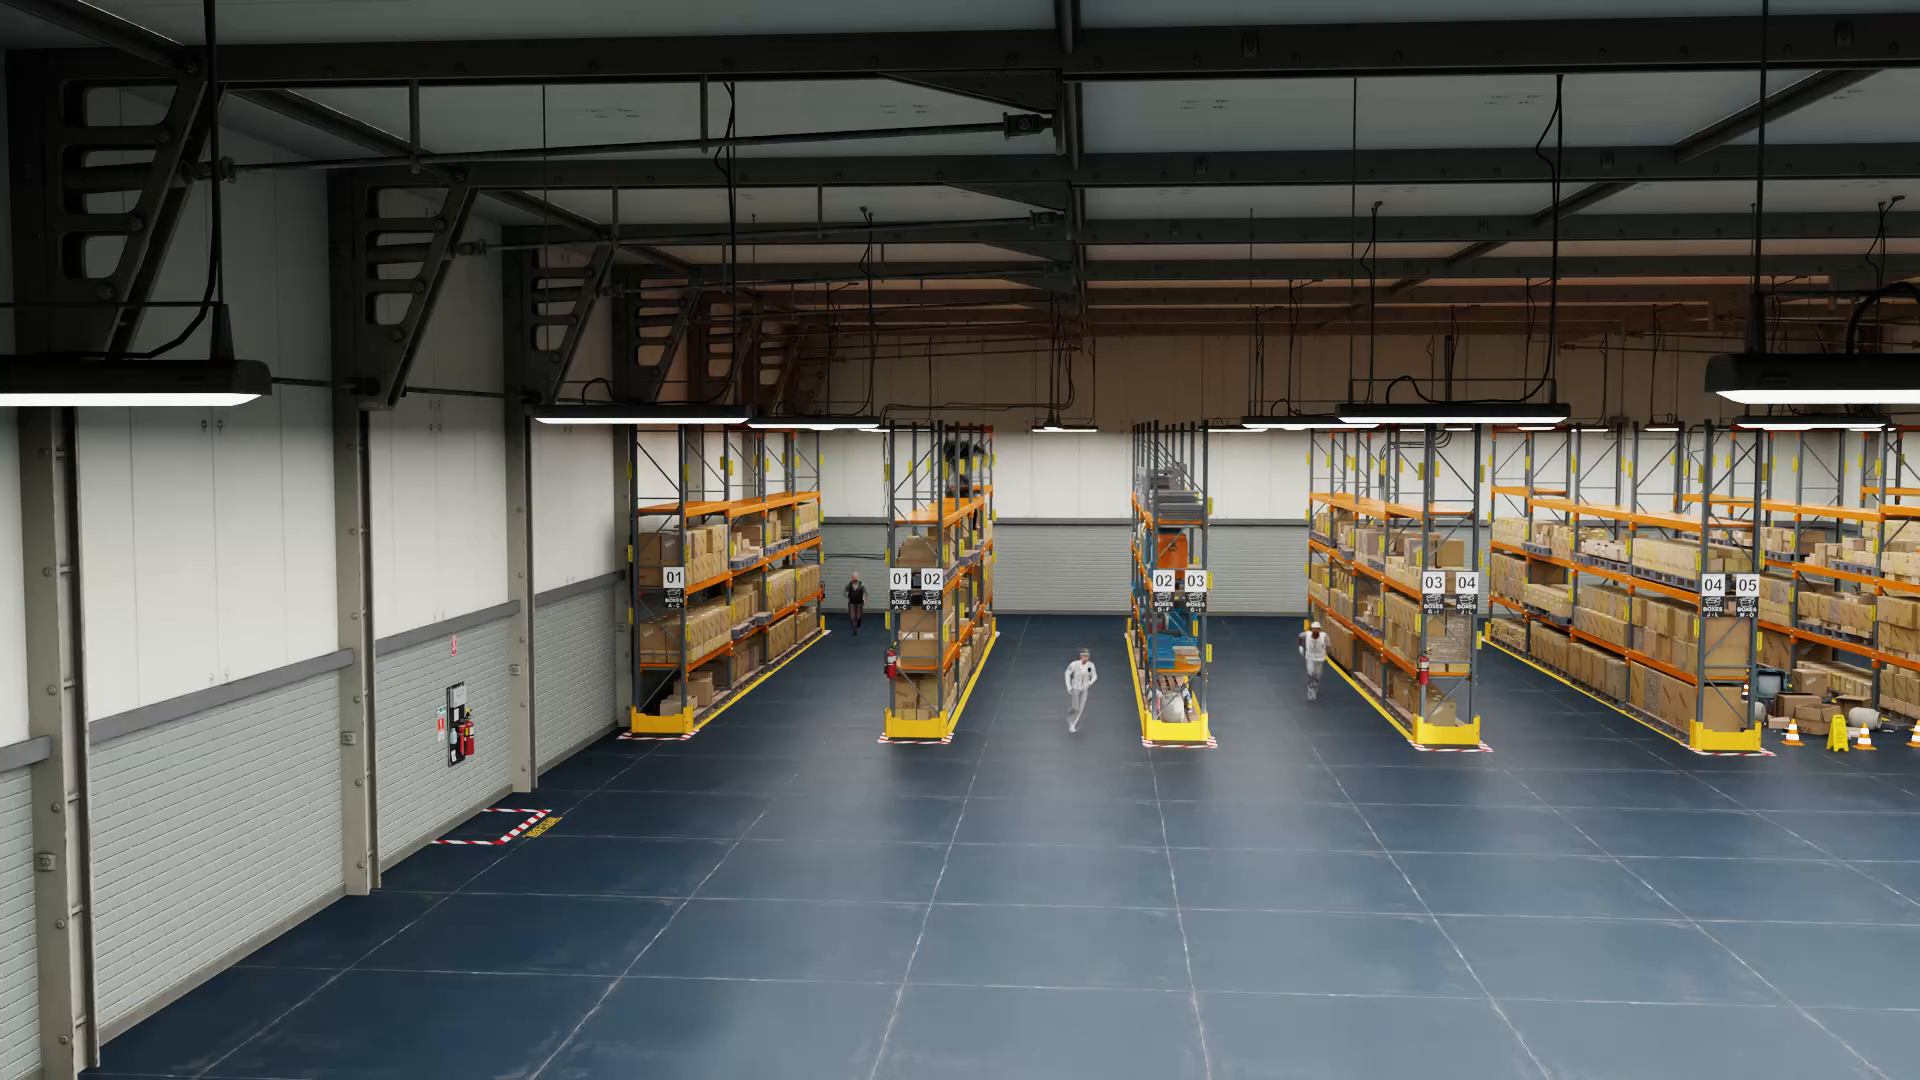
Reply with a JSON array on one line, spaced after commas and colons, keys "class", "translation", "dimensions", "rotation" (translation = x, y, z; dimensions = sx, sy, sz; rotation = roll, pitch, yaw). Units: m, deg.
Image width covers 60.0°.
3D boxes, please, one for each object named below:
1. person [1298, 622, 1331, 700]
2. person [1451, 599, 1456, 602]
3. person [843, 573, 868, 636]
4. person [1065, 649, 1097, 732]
[{"class": "person", "translation": [7.611, 2.582, 35.704], "dimensions": [0.666, 1.704, 0.910], "rotation": [0, 4, 5]}, {"class": "person", "translation": [12.018, 2.313, 40.701], "dimensions": [0.554, 1.742, 0.731], "rotation": [0, 4, 3]}, {"class": "person", "translation": [-2.850, 1.736, 45.304], "dimensions": [0.660, 1.693, 0.599], "rotation": [0, 4, -2]}, {"class": "person", "translation": [2.340, 2.892, 32.203], "dimensions": [0.593, 1.614, 0.594], "rotation": [-1, 4, -13]}]
